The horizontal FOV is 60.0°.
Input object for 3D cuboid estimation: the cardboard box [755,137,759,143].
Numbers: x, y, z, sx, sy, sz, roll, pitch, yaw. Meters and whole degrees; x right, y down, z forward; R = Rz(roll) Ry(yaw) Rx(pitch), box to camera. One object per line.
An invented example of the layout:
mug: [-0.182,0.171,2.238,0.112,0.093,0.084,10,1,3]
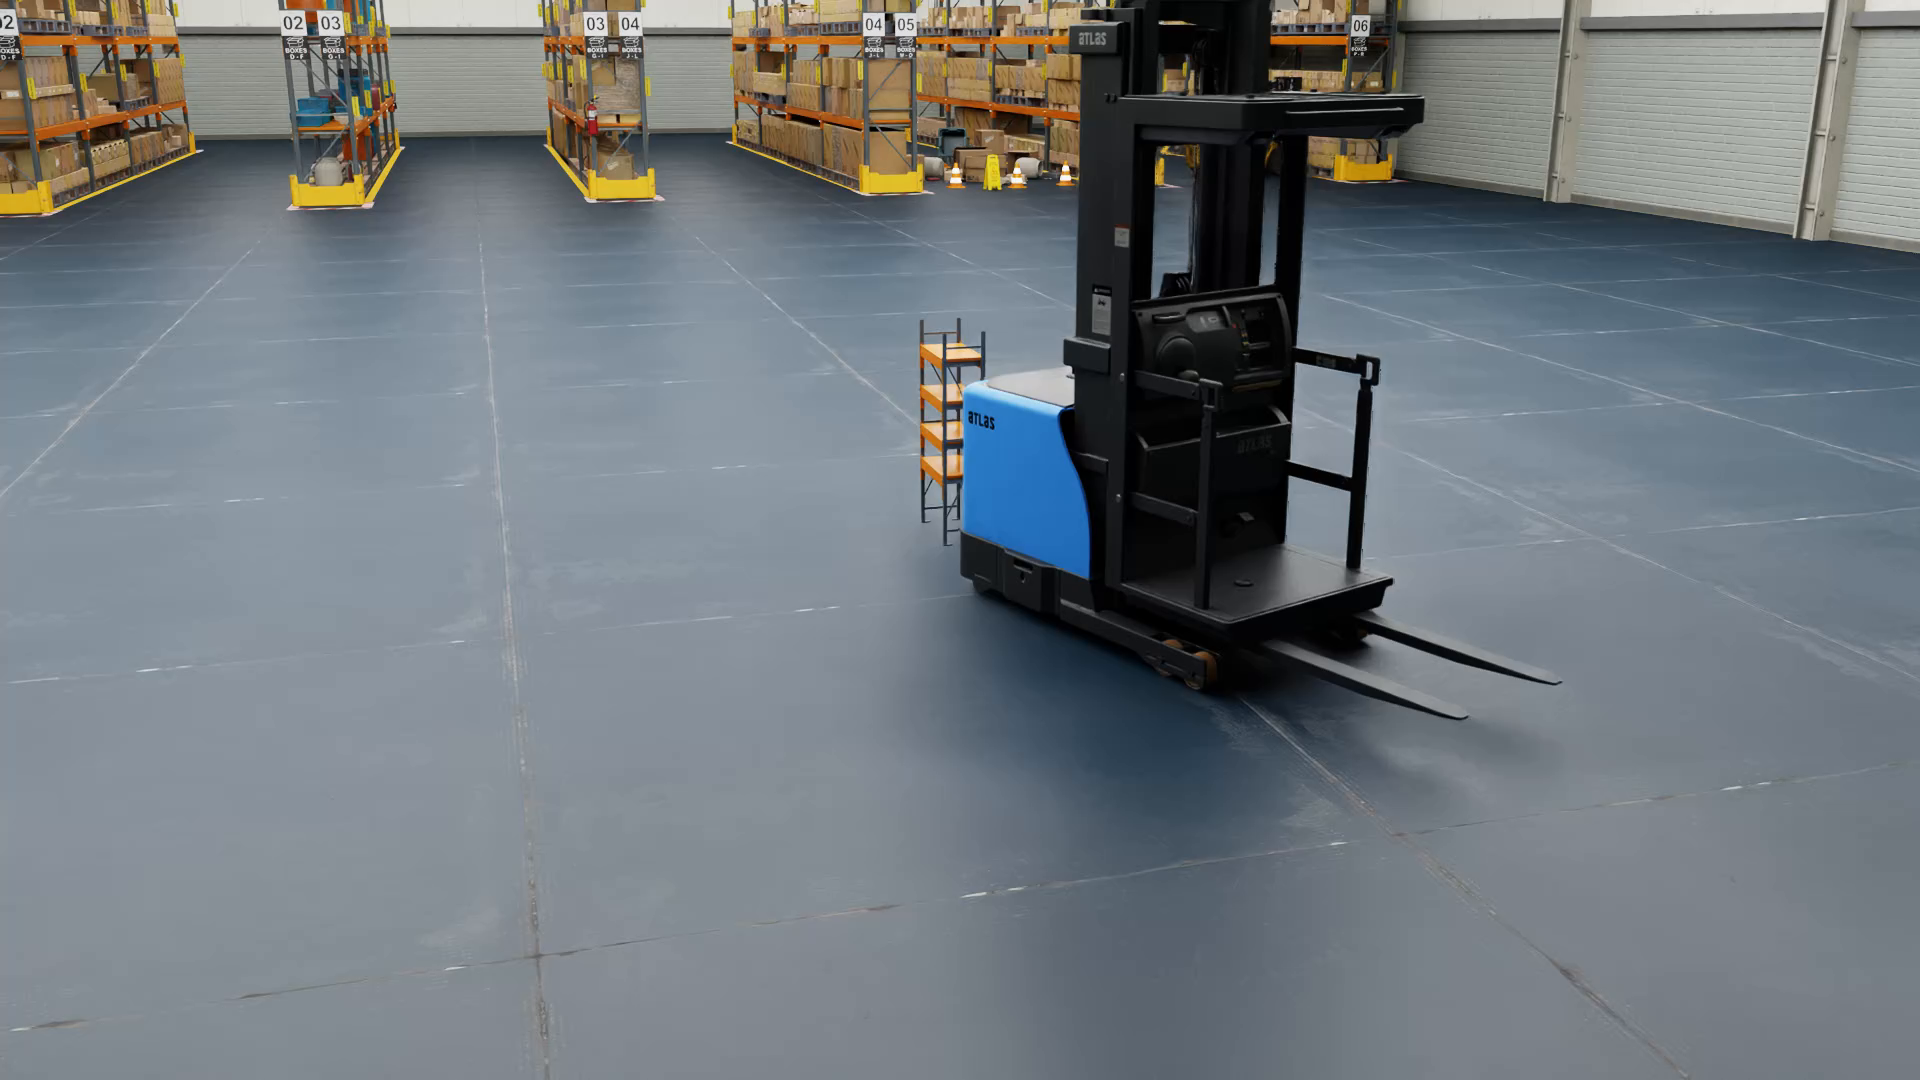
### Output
cardboard box: [-5.029,-10.223,42.496,0.380,0.149,0.250,-4,17,-15]

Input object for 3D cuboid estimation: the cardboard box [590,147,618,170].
cardboard box: [-6.956,-7.461,32.690,0.500,0.500,0.500,1,17,2]

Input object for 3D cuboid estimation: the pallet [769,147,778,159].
pallet: [-4.040,-9.417,40.434,1.003,0.211,1.213,-5,17,-15]

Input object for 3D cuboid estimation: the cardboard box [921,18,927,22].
cardboard box: [-0.751,-14.327,46.078,0.500,0.250,0.500,-6,18,-20]

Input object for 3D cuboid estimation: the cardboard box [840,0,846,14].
cardboard box: [-1.973,-10.133,31.597,0.500,0.250,0.500,-5,17,-16]

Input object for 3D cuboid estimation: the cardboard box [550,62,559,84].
cardboard box: [-9.908,-11.616,41.348,0.500,0.500,0.500,-5,17,-15]

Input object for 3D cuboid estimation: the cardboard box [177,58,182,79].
cardboard box: [-19.629,-11.691,41.246,0.500,0.500,0.500,-5,17,-16]

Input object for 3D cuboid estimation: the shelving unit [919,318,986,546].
shelving unit: [-0.045,-0.620,9.432,0.258,1.200,0.503,-5,17,-15]

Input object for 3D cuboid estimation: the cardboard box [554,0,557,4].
cardboard box: [-9.944,-13.581,41.854,0.500,0.250,0.500,-5,18,-17]

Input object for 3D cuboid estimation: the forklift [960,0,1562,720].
forklift: [1.283,-0.908,7.382,1.130,2.935,3.031,-12,21,-35]

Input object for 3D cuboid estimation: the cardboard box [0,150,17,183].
cardboard box: [-16.052,-6.208,27.651,0.500,0.500,0.500,-5,17,-15]

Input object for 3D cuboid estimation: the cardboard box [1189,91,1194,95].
cardboard box: [5.896,-10.798,40.445,0.500,0.250,0.500,-5,17,-15]

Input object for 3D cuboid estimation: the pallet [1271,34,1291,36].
pallet: [6.853,-11.493,37.618,0.805,0.209,1.217,-5,18,-17]

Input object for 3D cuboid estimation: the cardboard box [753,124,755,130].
cardboard box: [-5.125,-10.640,42.850,0.380,0.149,0.250,-5,17,-16]

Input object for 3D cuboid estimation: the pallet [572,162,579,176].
pallet: [-7.746,-7.946,35.538,1.003,0.211,1.213,-5,17,-15]

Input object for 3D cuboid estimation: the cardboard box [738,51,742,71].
cardboard box: [-5.559,-12.651,43.926,0.500,0.500,0.500,-5,17,-16]

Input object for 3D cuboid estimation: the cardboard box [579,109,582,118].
cardboard box: [-7.164,-8.247,32.129,0.380,0.149,0.250,-5,17,-15]

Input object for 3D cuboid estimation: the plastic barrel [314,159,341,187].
plastic barrel: [-11.109,-6.416,29.192,0.421,0.512,0.421,0,17,0]

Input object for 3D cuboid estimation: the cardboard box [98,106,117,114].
cardboard box: [-17.304,-8.705,33.655,0.380,0.149,0.250,-5,17,-15]

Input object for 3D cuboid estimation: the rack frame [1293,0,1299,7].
rack frame: [7.108,-12.778,36.350,1.000,3.000,0.127,-5,17,-15]

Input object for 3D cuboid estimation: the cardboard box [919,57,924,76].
cardboard box: [-0.806,-12.918,45.333,0.500,0.500,0.500,-5,17,-16]

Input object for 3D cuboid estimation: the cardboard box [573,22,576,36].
cardboard box: [-7.038,-9.664,31.457,0.500,0.250,0.500,-5,18,-17]

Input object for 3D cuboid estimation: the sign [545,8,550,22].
sign: [-9.924,-12.619,39.997,0.100,0.325,0.005,-5,17,-15]

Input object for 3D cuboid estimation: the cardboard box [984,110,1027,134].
cardboard box: [1.127,-9.999,40.490,0.875,0.875,0.875,-5,17,-16]

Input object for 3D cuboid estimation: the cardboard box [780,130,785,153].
cardboard box: [-3.927,-9.364,39.027,0.500,0.500,0.500,-5,17,-16]

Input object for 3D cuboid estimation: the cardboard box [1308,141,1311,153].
cardboard box: [7.483,-8.313,35.094,0.500,0.250,0.500,-5,17,-17]

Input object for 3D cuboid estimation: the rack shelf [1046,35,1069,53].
rack shelf: [2.886,-10.051,33.734,1.077,0.370,4.000,-5,17,-15]

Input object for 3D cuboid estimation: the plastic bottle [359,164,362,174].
plastic bottle: [-11.359,-6.981,31.318,0.144,0.351,0.185,-5,17,-16]

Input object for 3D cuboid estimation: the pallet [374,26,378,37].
pallet: [-13.170,-11.009,36.001,1.003,0.211,1.213,-5,17,-15]

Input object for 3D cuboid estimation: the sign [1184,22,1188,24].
sign: [5.486,-12.654,40.250,0.100,0.325,0.005,-5,17,-15]

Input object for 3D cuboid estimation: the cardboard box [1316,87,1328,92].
cardboard box: [7.686,-9.106,34.380,0.500,0.500,0.500,-4,17,-14]

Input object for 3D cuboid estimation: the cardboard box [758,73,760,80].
cardboard box: [-4.711,-11.309,40.558,0.380,0.149,0.250,-5,17,-16]

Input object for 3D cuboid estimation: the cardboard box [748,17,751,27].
cardboard box: [-5.097,-13.162,42.233,0.500,0.250,0.500,-5,18,-18]

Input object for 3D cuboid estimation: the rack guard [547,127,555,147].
rack guard: [-10.496,-10.857,44.727,1.175,0.500,0.348,-5,17,-15]

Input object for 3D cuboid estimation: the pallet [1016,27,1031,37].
pallet: [1.981,-11.324,37.050,1.213,0.211,1.003,-5,17,-15]

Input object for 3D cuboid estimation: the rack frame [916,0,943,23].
rack frame: [-0.961,-15.704,46.091,1.000,3.000,0.127,-5,17,-15]

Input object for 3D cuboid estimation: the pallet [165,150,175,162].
pallet: [-19.104,-9.013,39.092,1.003,0.211,1.213,-5,17,-15]

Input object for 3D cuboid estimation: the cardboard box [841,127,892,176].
cardboard box: [-1.790,-7.595,32.486,0.875,0.875,0.875,-5,17,-16]

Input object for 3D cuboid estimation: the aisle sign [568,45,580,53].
aisle sign: [-10.221,-13.336,44.117,0.394,0.787,0.004,-5,17,-15]

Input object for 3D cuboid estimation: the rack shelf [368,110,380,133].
rack shelf: [-12.504,-8.545,33.937,1.077,0.370,4.000,-5,17,-15]

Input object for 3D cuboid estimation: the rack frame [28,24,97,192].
rack frame: [-16.718,-7.946,30.691,1.000,3.000,0.127,-5,17,-15]

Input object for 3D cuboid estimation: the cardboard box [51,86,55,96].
cardboard box: [-16.014,-7.822,28.976,0.380,0.149,0.250,-4,17,-13]

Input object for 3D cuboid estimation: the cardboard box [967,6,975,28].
cardboard box: [0.474,-12.768,40.627,0.500,0.500,0.500,-5,17,-15]

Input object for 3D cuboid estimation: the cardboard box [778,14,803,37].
cardboard box: [-3.896,-11.821,38.204,0.500,0.500,0.500,-5,17,-15]

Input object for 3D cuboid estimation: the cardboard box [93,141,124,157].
cardboard box: [-17.287,-7.937,33.735,0.500,0.311,0.500,-5,17,-16]

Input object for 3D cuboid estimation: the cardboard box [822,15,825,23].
cardboard box: [-2.549,-10.459,33.375,0.380,0.149,0.250,-5,17,-15]

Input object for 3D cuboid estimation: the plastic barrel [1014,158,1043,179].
plastic barrel: [1.412,-7.623,34.094,0.512,0.421,0.421,7,18,23]

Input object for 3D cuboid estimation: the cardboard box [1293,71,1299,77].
cardboard box: [7.341,-9.945,35.526,0.380,0.149,0.250,-5,17,-15]

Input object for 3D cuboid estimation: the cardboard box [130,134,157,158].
cardboard box: [-18.240,-8.783,37.056,0.500,0.500,0.500,-4,17,-15]

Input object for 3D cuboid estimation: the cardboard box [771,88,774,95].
cardboard box: [-4.210,-10.520,38.966,0.380,0.149,0.250,-4,17,-14]

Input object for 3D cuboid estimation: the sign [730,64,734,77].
sign: [-6.215,-12.783,45.290,0.100,0.325,0.005,-5,17,-15]

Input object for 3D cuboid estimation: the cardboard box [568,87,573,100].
cardboard box: [-8.052,-9.482,35.336,0.500,0.250,0.500,-5,17,-17]

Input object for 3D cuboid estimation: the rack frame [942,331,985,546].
rack frame: [0.022,-0.553,9.207,0.240,1.200,0.015,-5,17,-15]

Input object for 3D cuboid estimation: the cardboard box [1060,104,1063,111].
cardboard box: [2.336,-9.142,35.110,0.380,0.149,0.250,-5,17,-16]

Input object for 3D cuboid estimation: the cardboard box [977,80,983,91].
cardboard box: [0.715,-11.041,40.387,0.500,0.250,0.500,-5,17,-17]

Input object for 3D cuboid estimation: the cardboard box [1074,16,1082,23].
cardboard box: [2.611,-10.455,33.572,0.500,0.250,0.500,-5,17,-15]

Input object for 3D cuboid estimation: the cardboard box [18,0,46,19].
cardboard box: [-15.812,-9.073,28.083,0.500,0.500,0.500,-5,17,-15]
